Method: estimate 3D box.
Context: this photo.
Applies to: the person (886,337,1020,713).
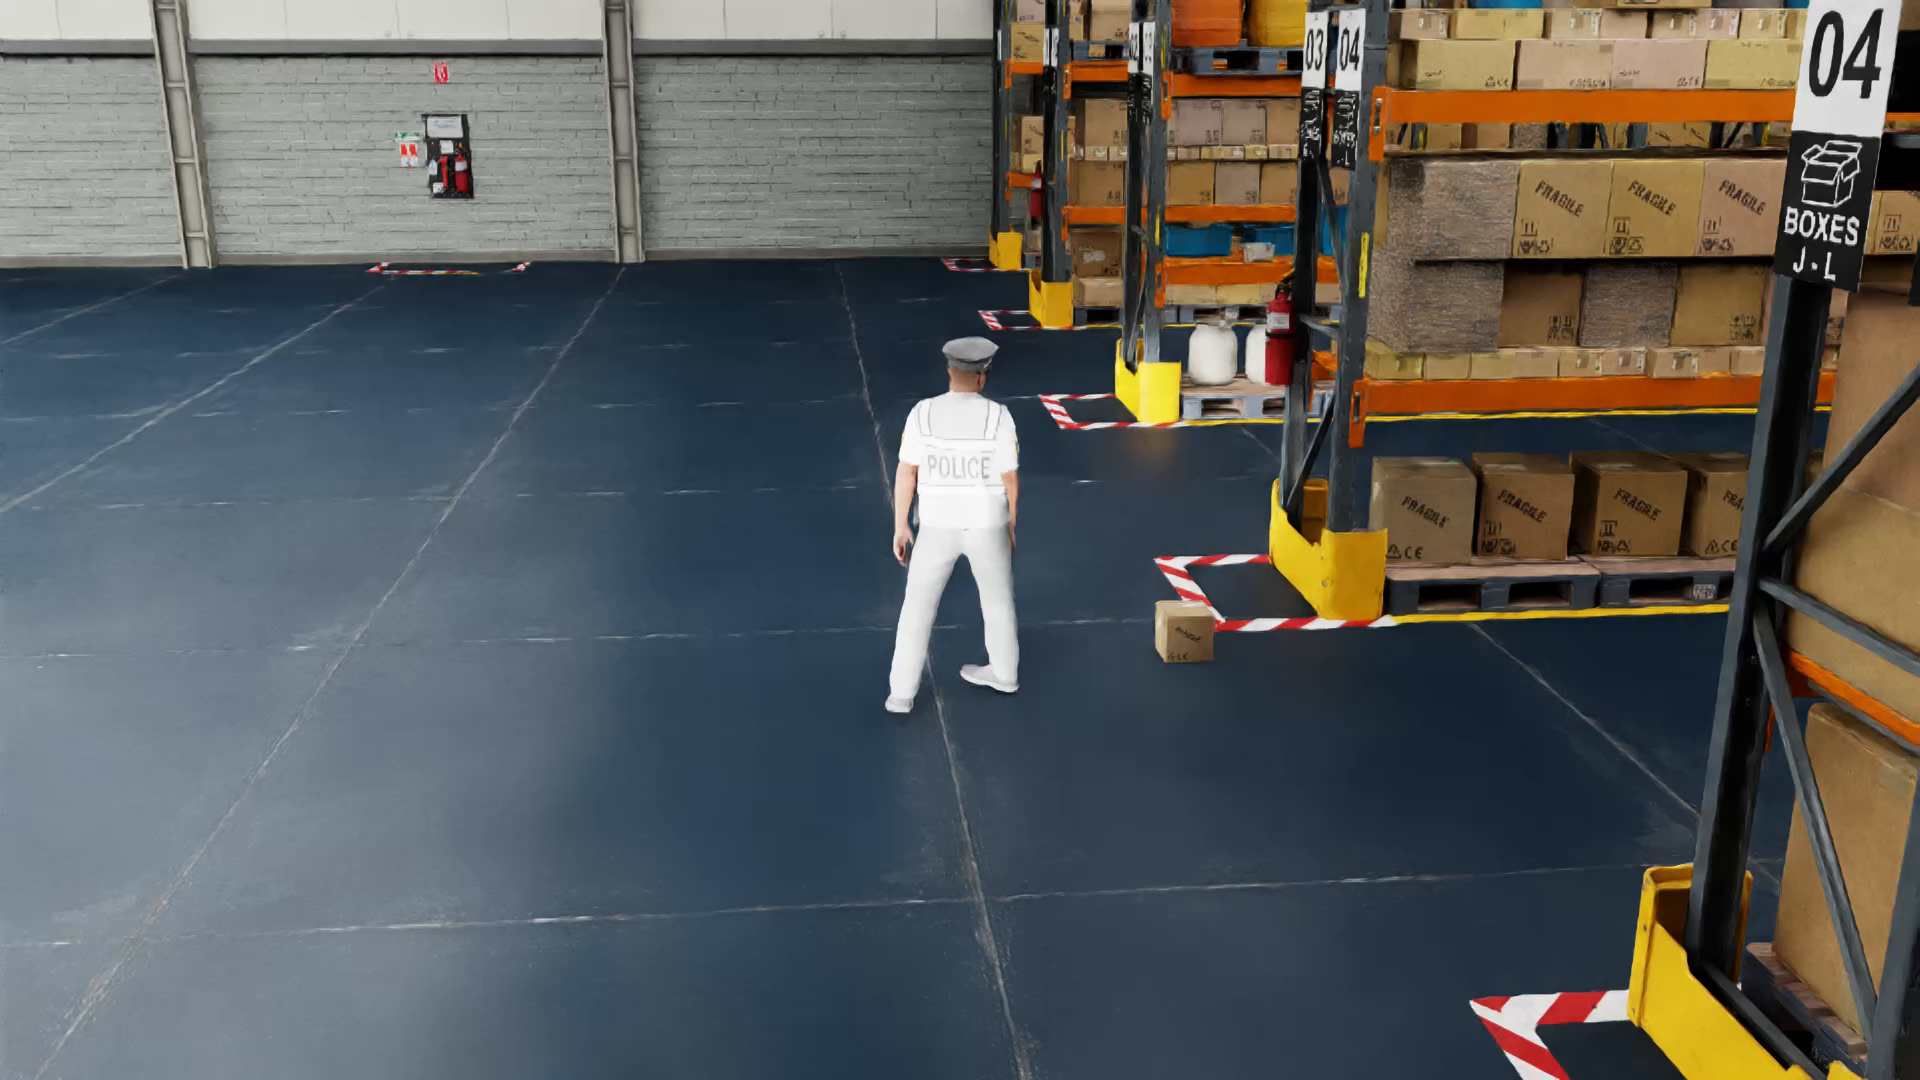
[{"bbox_3d":[-0.032,-0.056,7.748,0.634,1.755,0.591,1,17,3],"label":"person"}]
